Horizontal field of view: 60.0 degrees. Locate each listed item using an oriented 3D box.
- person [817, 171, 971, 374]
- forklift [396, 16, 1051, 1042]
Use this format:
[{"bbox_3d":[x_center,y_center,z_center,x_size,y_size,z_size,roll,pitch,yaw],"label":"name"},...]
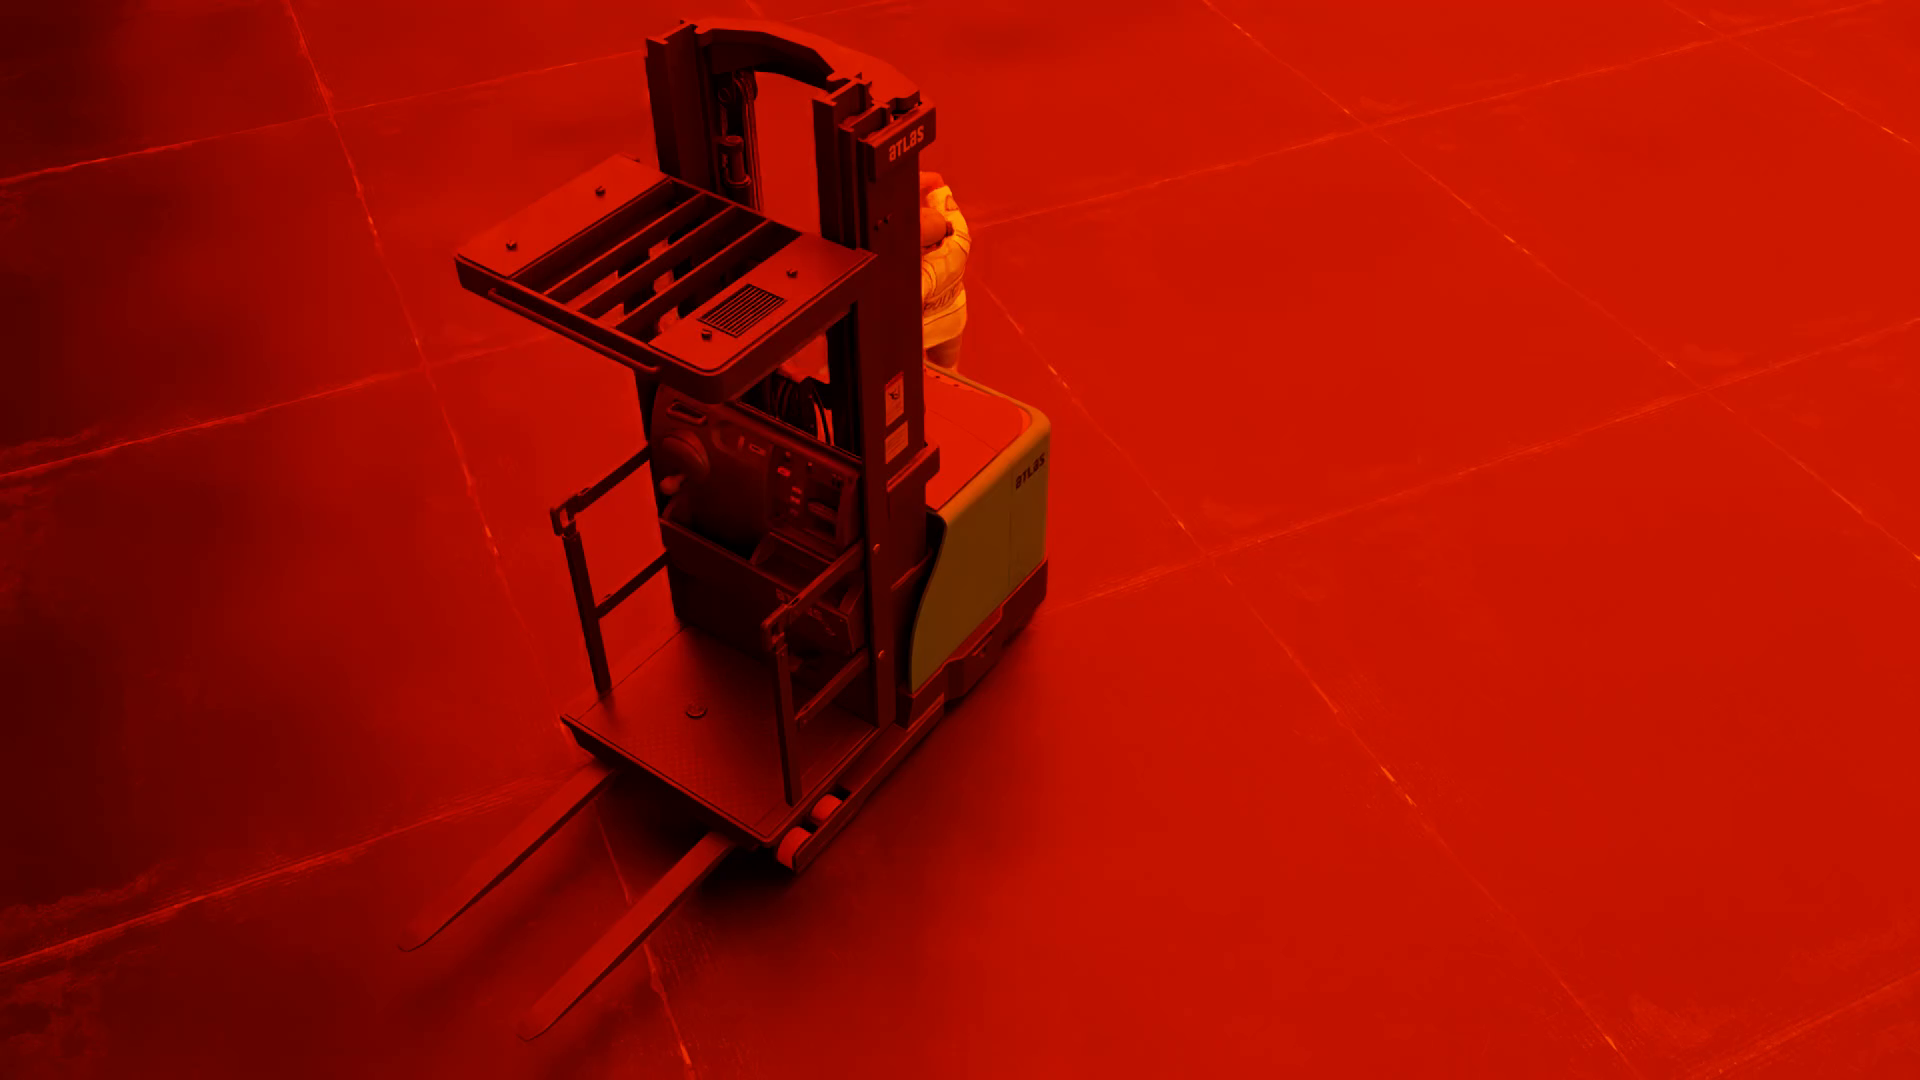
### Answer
[{"bbox_3d":[-0.454,-1.046,7.933,1.005,1.440,0.858,-22,47,-22],"label":"person"},{"bbox_3d":[-0.873,-0.171,5.864,1.130,2.935,3.031,26,49,25],"label":"forklift"}]
